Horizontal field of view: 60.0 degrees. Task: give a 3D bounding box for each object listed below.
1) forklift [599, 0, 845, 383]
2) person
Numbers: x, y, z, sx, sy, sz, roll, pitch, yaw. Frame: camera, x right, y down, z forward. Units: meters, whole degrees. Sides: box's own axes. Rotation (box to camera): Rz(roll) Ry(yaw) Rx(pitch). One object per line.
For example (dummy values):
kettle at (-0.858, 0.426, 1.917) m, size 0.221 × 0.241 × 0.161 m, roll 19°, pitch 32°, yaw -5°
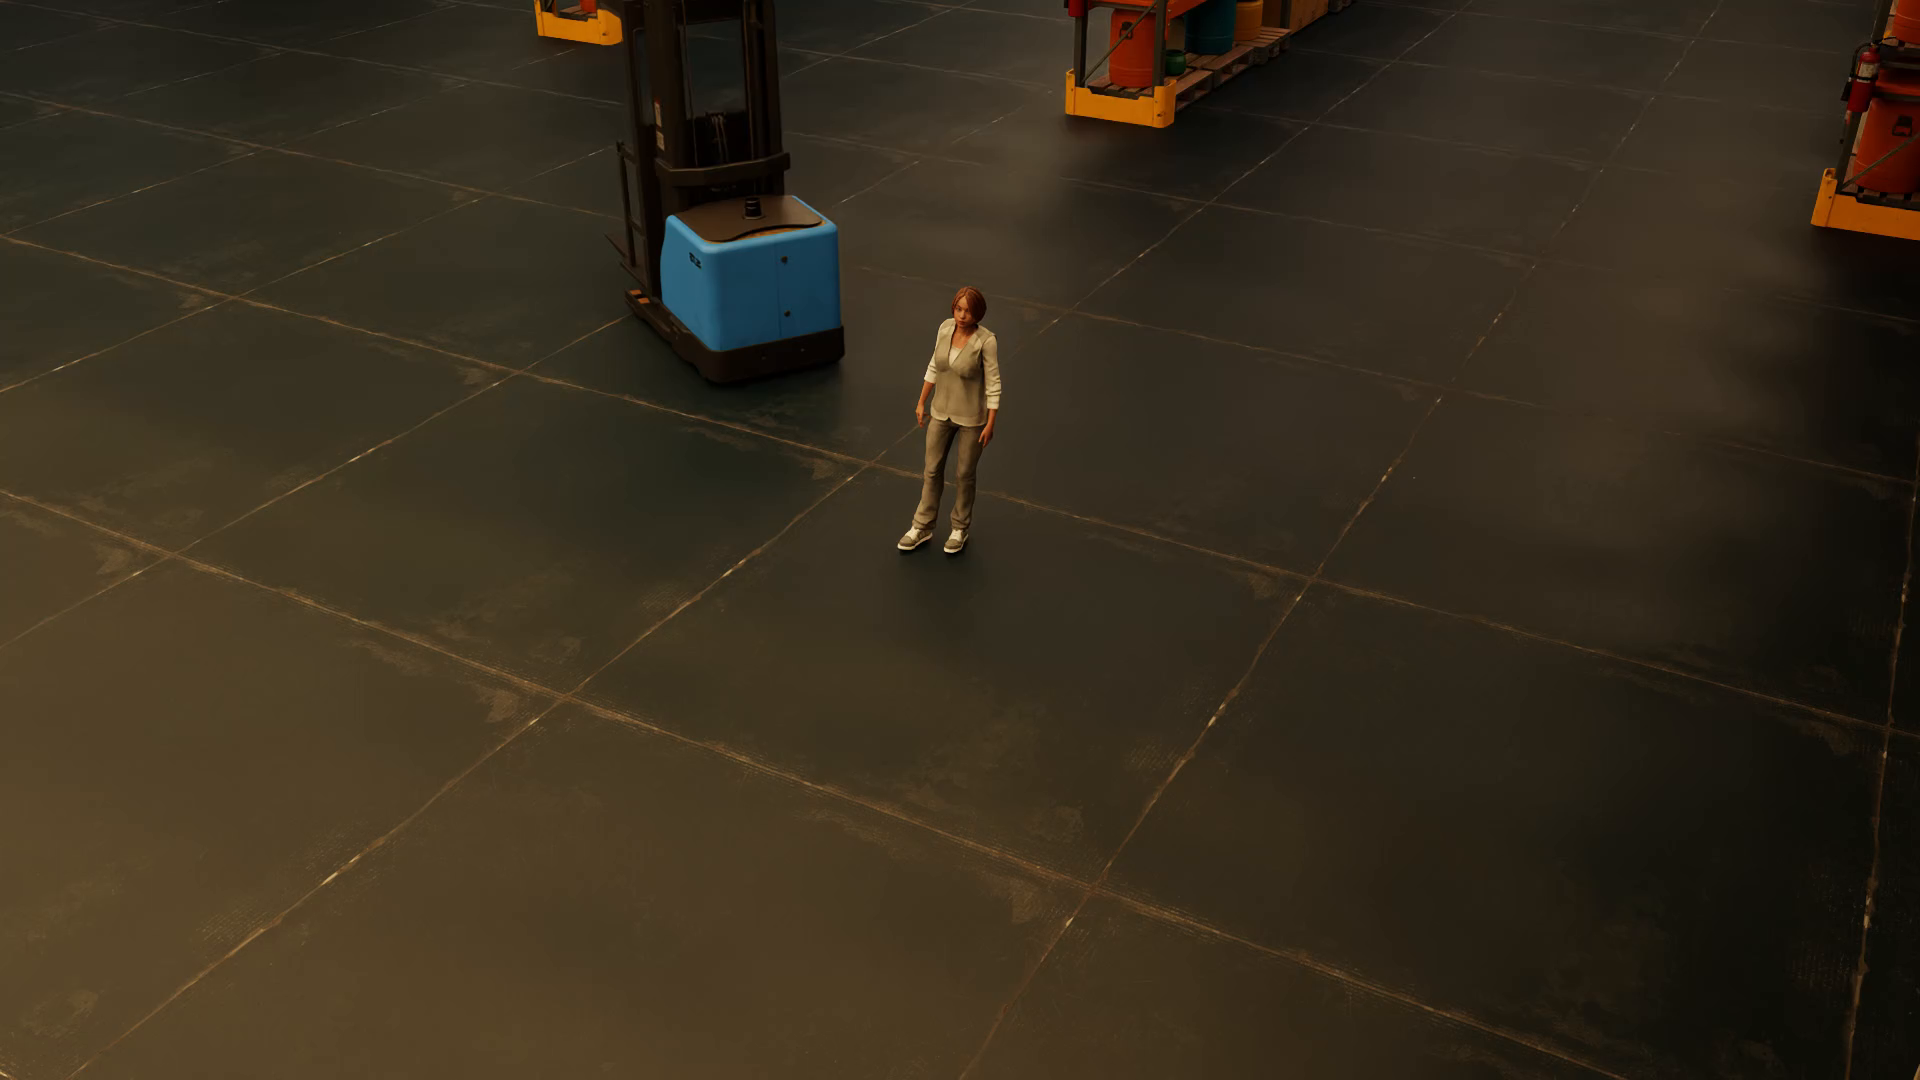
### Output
forklift at (-1.989, -3.091, 12.426) m, size 1.130 × 2.935 × 3.031 m, roll -15°, pitch 33°, yaw -24°
person at (-0.049, -0.669, 9.549) m, size 0.520 × 1.599 × 0.473 m, roll 15°, pitch 33°, yaw 25°
